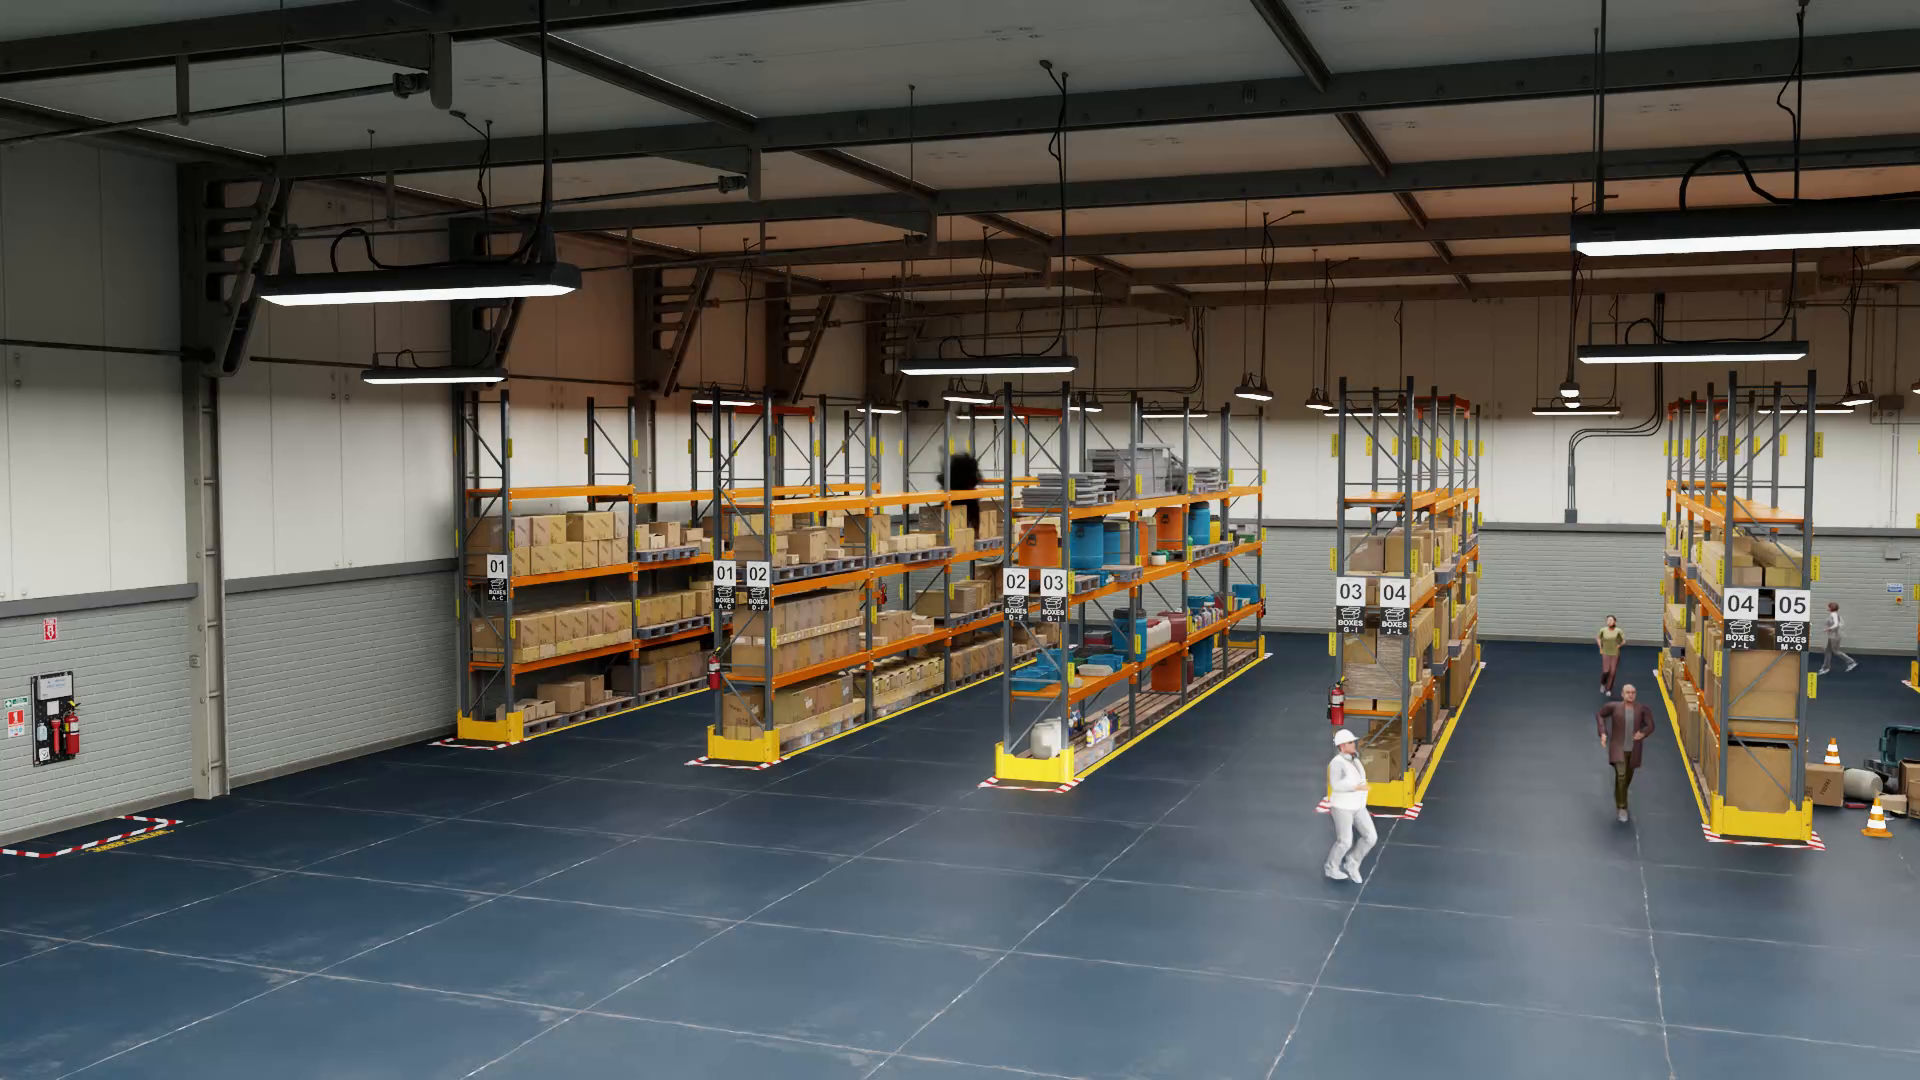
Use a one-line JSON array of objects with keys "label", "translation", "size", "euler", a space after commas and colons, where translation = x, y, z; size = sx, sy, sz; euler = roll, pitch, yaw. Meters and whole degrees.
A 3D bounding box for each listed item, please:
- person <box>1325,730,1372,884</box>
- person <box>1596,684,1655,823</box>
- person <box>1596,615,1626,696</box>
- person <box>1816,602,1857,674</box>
[{"label": "person", "translation": [4.502, 3.076, 19.068], "size": [0.640, 1.789, 0.654], "euler": [-3, 4, -42]}, {"label": "person", "translation": [9.085, 2.872, 22.670], "size": [0.702, 1.829, 0.940], "euler": [0, 3, 7]}, {"label": "person", "translation": [13.143, 2.335, 33.565], "size": [0.565, 1.637, 0.538], "euler": [1, 3, 21]}, {"label": "person", "translation": [19.355, 2.179, 36.689], "size": [0.786, 1.621, 0.511], "euler": [2, 4, 27]}]
